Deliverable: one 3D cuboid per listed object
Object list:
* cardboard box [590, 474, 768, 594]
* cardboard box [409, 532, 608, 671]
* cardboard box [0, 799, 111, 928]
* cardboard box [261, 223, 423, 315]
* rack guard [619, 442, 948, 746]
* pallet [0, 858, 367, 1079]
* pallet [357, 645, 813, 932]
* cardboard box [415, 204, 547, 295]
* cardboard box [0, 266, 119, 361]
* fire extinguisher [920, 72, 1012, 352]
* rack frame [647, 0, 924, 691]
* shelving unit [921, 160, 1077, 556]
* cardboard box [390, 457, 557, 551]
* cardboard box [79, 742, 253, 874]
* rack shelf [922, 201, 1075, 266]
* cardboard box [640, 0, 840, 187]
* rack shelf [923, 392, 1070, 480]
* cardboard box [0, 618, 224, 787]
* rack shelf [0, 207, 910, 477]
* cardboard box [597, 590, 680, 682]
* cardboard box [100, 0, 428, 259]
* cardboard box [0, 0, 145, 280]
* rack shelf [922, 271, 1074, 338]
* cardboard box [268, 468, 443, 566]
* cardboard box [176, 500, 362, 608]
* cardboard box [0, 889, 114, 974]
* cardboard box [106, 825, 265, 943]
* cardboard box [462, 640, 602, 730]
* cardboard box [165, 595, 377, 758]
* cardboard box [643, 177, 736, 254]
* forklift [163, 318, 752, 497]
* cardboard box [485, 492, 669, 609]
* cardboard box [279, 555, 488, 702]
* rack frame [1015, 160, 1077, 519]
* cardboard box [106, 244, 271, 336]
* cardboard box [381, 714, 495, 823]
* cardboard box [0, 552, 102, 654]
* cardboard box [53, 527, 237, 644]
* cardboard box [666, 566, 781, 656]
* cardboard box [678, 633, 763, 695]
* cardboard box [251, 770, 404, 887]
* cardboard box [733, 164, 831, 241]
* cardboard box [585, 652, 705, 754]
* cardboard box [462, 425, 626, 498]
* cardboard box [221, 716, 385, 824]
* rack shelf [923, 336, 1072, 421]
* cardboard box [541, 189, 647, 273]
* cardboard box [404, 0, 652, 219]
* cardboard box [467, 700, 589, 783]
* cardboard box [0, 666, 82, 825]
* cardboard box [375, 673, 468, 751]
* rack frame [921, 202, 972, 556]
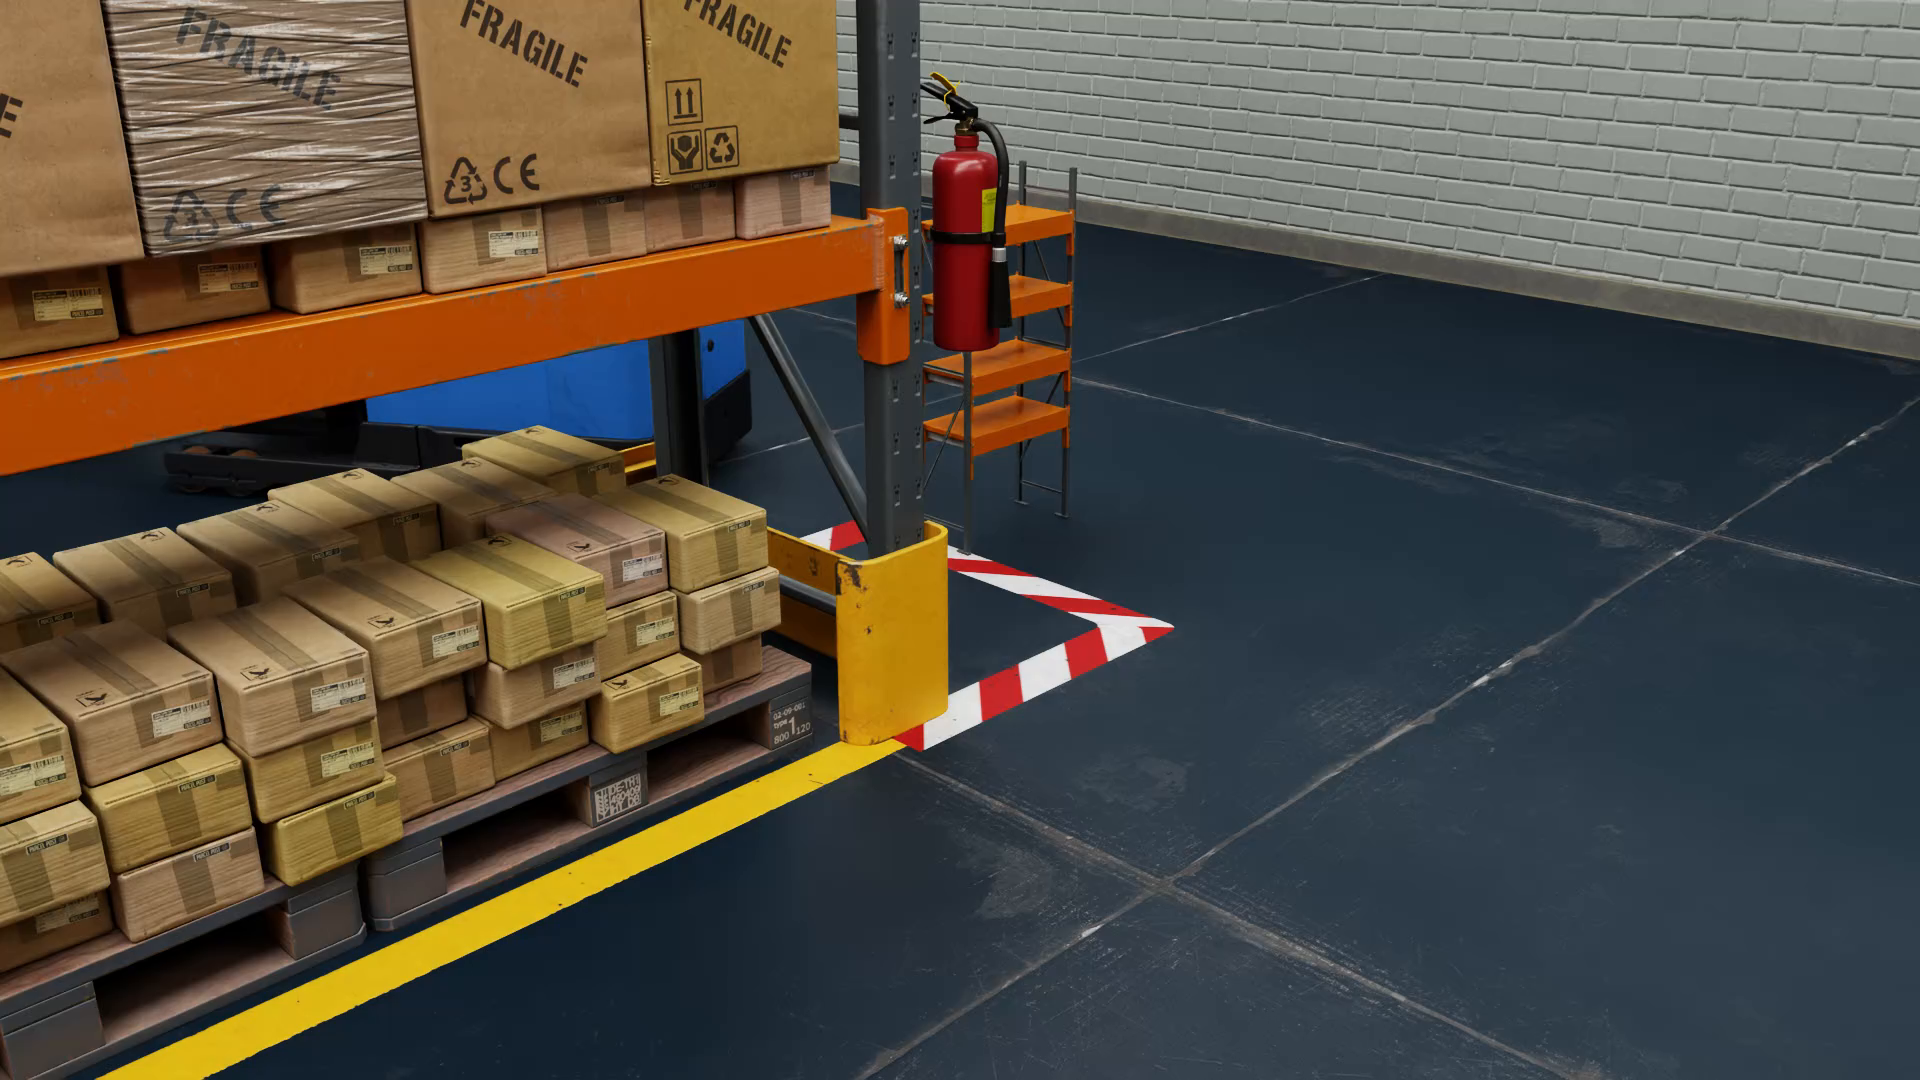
[{"bbox_3d":[-0.678,-0.021,4.008,0.380,0.149,0.250,20,28,41],"label":"cardboard box"},{"bbox_3d":[-0.984,0.127,3.621,0.380,0.149,0.250,18,28,39],"label":"cardboard box"},{"bbox_3d":[-1.731,0.535,2.977,0.380,0.149,0.250,20,28,41],"label":"cardboard box"},{"bbox_3d":[-1.246,-0.551,3.178,0.380,0.149,0.250,18,27,38],"label":"cardboard box"},{"bbox_3d":[-0.543,0.109,4.595,1.175,0.500,0.348,19,28,41],"label":"rack guard"},{"bbox_3d":[-1.986,0.755,3.315,1.003,0.211,1.213,19,28,41],"label":"pallet"},{"bbox_3d":[-1.135,0.443,4.127,1.003,0.211,1.213,19,28,41],"label":"pallet"},{"bbox_3d":[-1.041,-0.612,3.335,0.250,0.149,0.380,-19,28,-41],"label":"cardboard box"},{"bbox_3d":[-1.650,-0.425,2.848,0.250,0.149,0.380,-20,28,-41],"label":"cardboard box"},{"bbox_3d":[0.016,-0.817,4.146,0.296,0.674,0.183,19,28,41],"label":"fire extinguisher"},{"bbox_3d":[-0.490,-1.078,4.198,1.000,3.000,0.127,19,28,41],"label":"rack frame"},{"bbox_3d":[0.116,-0.603,5.470,0.258,1.200,0.503,19,28,41],"label":"shelving unit"},{"bbox_3d":[-1.205,-0.070,4.135,0.250,0.149,0.380,-20,28,-41],"label":"cardboard box"},{"bbox_3d":[-1.559,0.457,3.179,0.250,0.149,0.380,-18,28,-39],"label":"cardboard box"},{"bbox_3d":[0.116,-0.969,5.329,0.258,0.148,0.480,19,28,41],"label":"rack shelf"},{"bbox_3d":[-0.619,-1.083,3.658,0.500,0.500,0.500,-19,28,-41],"label":"cardboard box"},{"bbox_3d":[0.116,-0.355,5.565,0.258,0.148,0.480,19,28,41],"label":"rack shelf"},{"bbox_3d":[-1.621,0.301,3.170,0.380,0.149,0.250,18,27,39],"label":"cardboard box"},{"bbox_3d":[-1.885,-0.228,2.989,1.077,0.370,4.000,19,28,41],"label":"rack shelf"},{"bbox_3d":[-0.875,0.179,3.902,0.380,0.149,0.250,18,28,39],"label":"cardboard box"},{"bbox_3d":[-1.329,-0.820,2.972,0.500,0.500,0.500,19,28,41],"label":"cardboard box"},{"bbox_3d":[-1.684,-0.694,2.645,0.500,0.500,0.500,-18,28,-39],"label":"cardboard box"},{"bbox_3d":[0.116,-0.749,5.414,0.258,0.148,0.480,19,28,41],"label":"rack shelf"},{"bbox_3d":[-1.473,-0.037,4.050,0.380,0.149,0.250,19,28,40],"label":"cardboard box"},{"bbox_3d":[-1.586,0.047,3.830,0.380,0.149,0.250,18,27,38],"label":"cardboard box"},{"bbox_3d":[-1.792,0.642,3.113,0.250,0.149,0.380,-19,28,-41],"label":"cardboard box"},{"bbox_3d":[-1.562,0.595,3.233,0.250,0.149,0.380,-20,28,-41],"label":"cardboard box"},{"bbox_3d":[-1.015,0.259,3.693,0.380,0.149,0.250,18,27,39],"label":"cardboard box"},{"bbox_3d":[-1.357,0.261,3.274,0.250,0.149,0.380,-19,28,-40],"label":"cardboard box"},{"bbox_3d":[-0.715,-0.751,3.699,0.380,0.149,0.250,19,28,41],"label":"cardboard box"},{"bbox_3d":[-2.385,-1.702,5.918,3.031,2.935,1.130,5,22,12],"label":"forklift"},{"bbox_3d":[-0.894,0.029,3.877,0.250,0.149,0.380,-20,28,-41],"label":"cardboard box"},{"bbox_3d":[-1.210,0.178,3.490,0.380,0.149,0.250,18,27,39],"label":"cardboard box"},{"bbox_3d":[0.286,-0.665,5.633,0.240,1.200,0.015,19,28,41],"label":"rack frame"},{"bbox_3d":[-1.477,-0.497,3.037,0.380,0.149,0.250,18,27,38],"label":"cardboard box"},{"bbox_3d":[-1.224,0.449,3.614,0.380,0.149,0.250,20,28,41],"label":"cardboard box"},{"bbox_3d":[-2.003,0.172,3.505,0.250,0.149,0.380,-20,28,-41],"label":"cardboard box"},{"bbox_3d":[-1.787,0.116,3.651,0.250,0.149,0.380,-19,28,-40],"label":"cardboard box"},{"bbox_3d":[-0.654,0.125,4.042,0.380,0.149,0.250,18,28,39],"label":"cardboard box"},{"bbox_3d":[-0.708,0.244,4.146,0.250,0.149,0.380,-20,28,-41],"label":"cardboard box"},{"bbox_3d":[-1.357,0.530,3.402,0.380,0.149,0.250,18,27,38],"label":"cardboard box"},{"bbox_3d":[-0.515,-0.806,3.841,0.380,0.149,0.250,19,28,41],"label":"cardboard box"},{"bbox_3d":[-0.815,0.336,3.908,0.250,0.149,0.380,-19,28,-40],"label":"cardboard box"},{"bbox_3d":[-1.099,-0.171,4.398,0.380,0.149,0.250,18,27,38],"label":"cardboard box"},{"bbox_3d":[-1.367,0.396,3.338,0.250,0.149,0.380,-20,28,-41],"label":"cardboard box"},{"bbox_3d":[0.116,-0.540,5.494,0.258,0.148,0.480,19,28,41],"label":"rack shelf"},{"bbox_3d":[-0.880,-0.683,3.521,0.380,0.149,0.250,19,28,40],"label":"cardboard box"},{"bbox_3d":[-0.982,-0.952,3.317,0.500,0.500,0.500,19,28,40],"label":"cardboard box"},{"bbox_3d":[-1.061,0.382,3.787,0.380,0.149,0.250,19,28,40],"label":"cardboard box"},{"bbox_3d":[-1.783,0.375,2.976,0.380,0.149,0.250,19,28,41],"label":"cardboard box"},{"bbox_3d":[-1.276,0.303,3.580,0.380,0.149,0.250,19,28,40],"label":"cardboard box"},{"bbox_3d":[-0.055,-0.540,5.307,0.240,1.200,0.015,19,28,41],"label":"rack frame"}]
